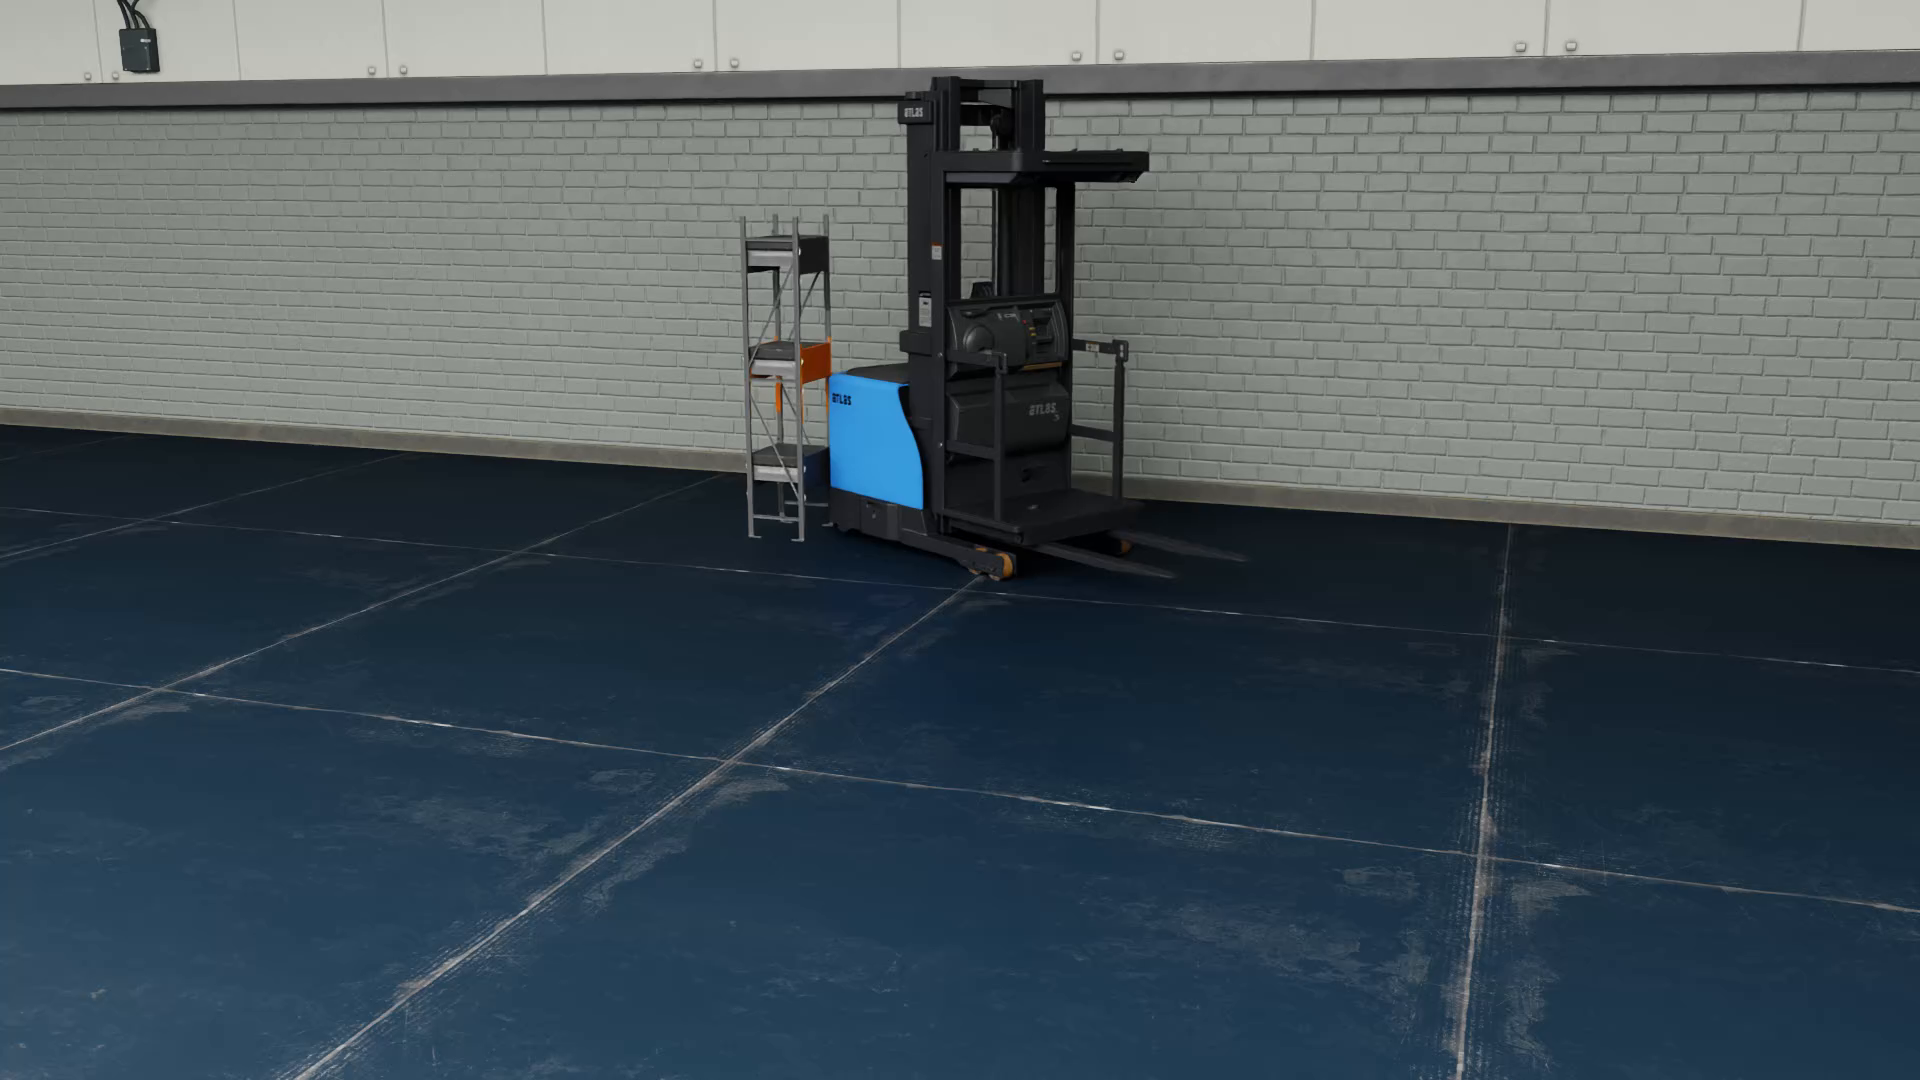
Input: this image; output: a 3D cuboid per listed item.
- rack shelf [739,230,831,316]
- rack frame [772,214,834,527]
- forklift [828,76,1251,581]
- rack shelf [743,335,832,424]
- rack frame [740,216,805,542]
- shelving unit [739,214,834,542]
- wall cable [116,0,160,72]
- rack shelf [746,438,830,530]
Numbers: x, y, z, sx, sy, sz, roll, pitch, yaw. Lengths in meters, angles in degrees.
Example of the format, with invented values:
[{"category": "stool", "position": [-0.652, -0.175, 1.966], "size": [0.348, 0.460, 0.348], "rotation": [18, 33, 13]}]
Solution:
[{"category": "rack shelf", "position": [-1.135, -1.749, 10.847], "size": [0.431, 0.518, 0.480], "rotation": [4, 14, 18]}, {"category": "rack frame", "position": [-1.056, -1.131, 11.225], "size": [0.400, 2.100, 0.015], "rotation": [4, 14, 18]}, {"category": "forklift", "position": [0.441, -1.311, 10.146], "size": [1.130, 2.935, 3.031], "rotation": [-11, 17, -39]}, {"category": "rack shelf", "position": [-1.135, -1.066, 11.003], "size": [0.431, 0.518, 0.480], "rotation": [4, 14, 18]}, {"category": "rack frame", "position": [-1.213, -1.028, 10.774], "size": [0.400, 2.100, 0.015], "rotation": [4, 14, 18]}, {"category": "shelving unit", "position": [-1.135, -1.080, 11.000], "size": [0.431, 2.100, 0.503], "rotation": [4, 14, 18]}, {"category": "wall cable", "position": [-6.144, -6.910, 13.396], "size": [2.305, 6.003, 0.169], "rotation": [4, 14, 18]}, {"category": "rack shelf", "position": [-1.135, -0.384, 11.158], "size": [0.431, 0.518, 0.480], "rotation": [4, 14, 18]}]
